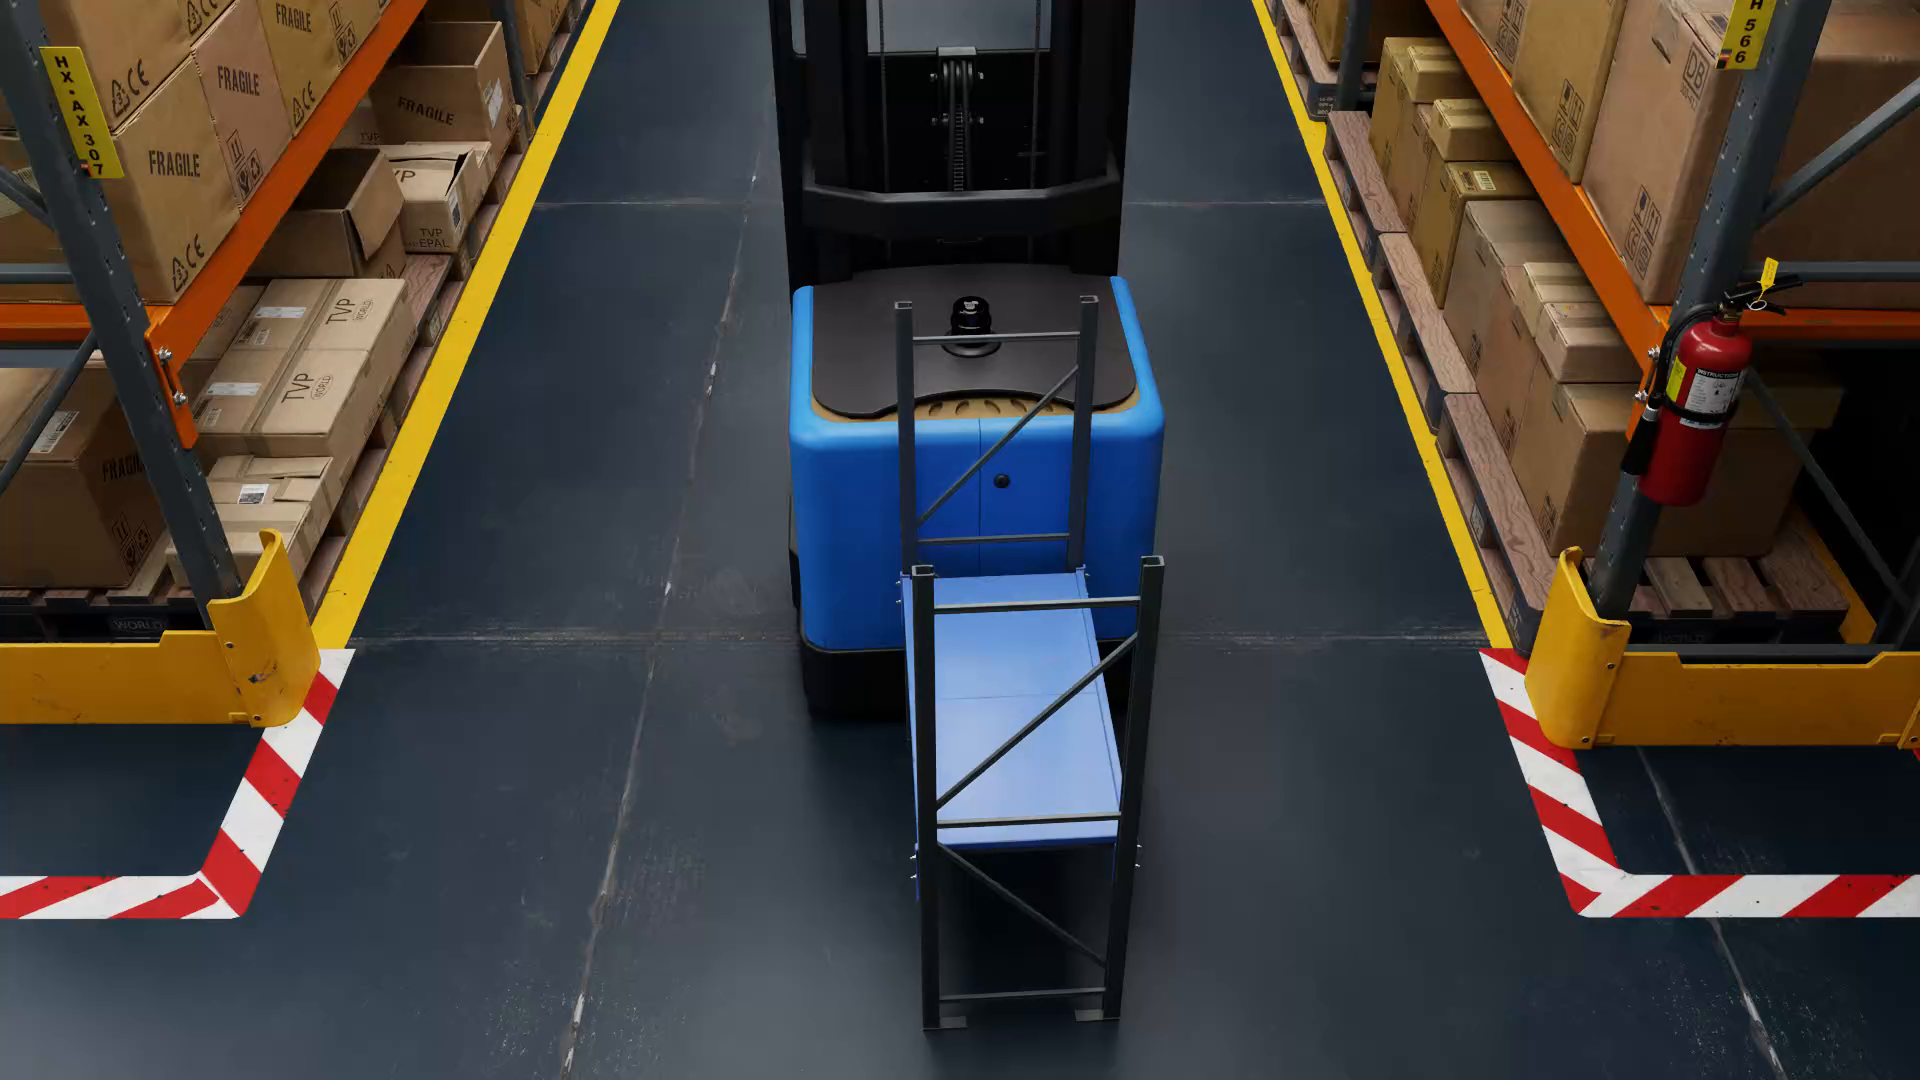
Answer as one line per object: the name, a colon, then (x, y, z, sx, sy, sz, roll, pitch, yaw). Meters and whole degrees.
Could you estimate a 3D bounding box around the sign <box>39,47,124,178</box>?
sign: (-2.065, -1.001, 3.908, 0.100, 0.325, 0.005, 0, 39, 0)

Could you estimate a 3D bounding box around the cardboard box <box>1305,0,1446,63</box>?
cardboard box: (2.211, -2.901, 8.355, 0.750, 0.750, 0.750, 0, 39, 0)

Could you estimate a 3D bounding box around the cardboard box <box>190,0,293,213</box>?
cardboard box: (-2.350, -1.302, 4.896, 0.500, 0.500, 0.500, 0, 39, 0)

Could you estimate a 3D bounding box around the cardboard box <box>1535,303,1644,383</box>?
cardboard box: (2.063, -0.628, 5.279, 0.380, 0.149, 0.250, 0, 39, -1)

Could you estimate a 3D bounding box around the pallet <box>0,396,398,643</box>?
pallet: (-2.609, -0.120, 5.731, 1.003, 0.211, 1.213, 0, 39, 0)

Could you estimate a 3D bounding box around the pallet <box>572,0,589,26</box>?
pallet: (-2.655, -3.349, 9.760, 1.003, 0.211, 1.213, 0, 39, 0)

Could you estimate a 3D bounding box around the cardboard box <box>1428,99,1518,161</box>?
cardboard box: (2.059, -1.603, 6.496, 0.380, 0.149, 0.250, -1, 39, -1)

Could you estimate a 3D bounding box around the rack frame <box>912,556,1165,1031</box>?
rack frame: (0.155, 0.636, 3.757, 0.500, 1.500, 0.032, -2, 39, -3)

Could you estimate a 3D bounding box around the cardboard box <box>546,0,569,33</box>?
cardboard box: (-2.381, -2.996, 8.737, 0.500, 0.500, 0.500, 0, 39, 1)

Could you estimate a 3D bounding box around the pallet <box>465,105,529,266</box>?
pallet: (-2.612, -1.646, 7.635, 1.003, 0.211, 1.213, 0, 39, 0)

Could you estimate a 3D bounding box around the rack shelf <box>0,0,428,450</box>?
rack shelf: (-2.610, -1.632, 5.964, 1.077, 0.370, 4.000, 0, 39, 0)

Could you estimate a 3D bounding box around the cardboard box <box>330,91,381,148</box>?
cardboard box: (-2.828, -2.024, 7.675, 0.500, 0.311, 0.500, 0, 39, 0)

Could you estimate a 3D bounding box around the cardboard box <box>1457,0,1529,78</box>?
cardboard box: (2.332, -2.036, 5.652, 0.980, 0.700, 0.700, -2, 39, -2)

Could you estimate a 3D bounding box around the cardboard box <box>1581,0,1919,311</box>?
cardboard box: (2.336, -1.104, 4.489, 0.980, 0.700, 0.700, 2, 39, 2)

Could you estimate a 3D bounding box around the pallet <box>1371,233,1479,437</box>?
pallet: (2.269, -0.841, 6.631, 1.003, 0.211, 1.213, 0, 39, 0)

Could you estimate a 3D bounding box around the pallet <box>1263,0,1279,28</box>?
pallet: (2.261, -3.329, 9.735, 1.003, 0.211, 1.213, 0, 39, 0)

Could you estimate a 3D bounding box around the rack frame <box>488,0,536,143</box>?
rack frame: (-2.612, -3.164, 7.299, 1.000, 3.000, 0.127, 0, 39, 0)

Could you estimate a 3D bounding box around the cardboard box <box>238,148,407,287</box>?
cardboard box: (-2.605, -1.186, 6.476, 0.797, 0.503, 0.637, 0, 39, 0)

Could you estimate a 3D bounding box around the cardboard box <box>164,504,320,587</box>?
cardboard box: (-2.264, 0.016, 5.259, 0.380, 0.149, 0.250, 0, 39, 0)

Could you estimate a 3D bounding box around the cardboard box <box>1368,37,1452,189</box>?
cardboard box: (2.240, -1.890, 7.373, 0.700, 0.500, 0.500, 0, 39, 1)

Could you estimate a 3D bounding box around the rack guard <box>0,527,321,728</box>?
rack guard: (-2.608, 0.266, 5.019, 1.175, 0.500, 0.348, 0, 39, 0)

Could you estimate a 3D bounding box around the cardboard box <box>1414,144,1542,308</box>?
cardboard box: (2.236, -1.255, 6.581, 0.700, 0.500, 0.500, 1, 39, 1)

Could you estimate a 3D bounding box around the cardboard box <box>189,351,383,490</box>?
cardboard box: (-2.325, -0.414, 5.715, 0.500, 0.250, 0.500, 0, 39, 0)

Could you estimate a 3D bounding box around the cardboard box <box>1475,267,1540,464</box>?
cardboard box: (2.245, -0.607, 5.772, 0.700, 0.500, 0.500, 0, 39, 0)

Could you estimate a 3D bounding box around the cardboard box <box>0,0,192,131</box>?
cardboard box: (-2.344, -1.369, 4.180, 0.500, 0.500, 0.500, 1, 39, 1)

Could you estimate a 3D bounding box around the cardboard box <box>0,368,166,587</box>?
cardboard box: (-2.854, -0.198, 5.246, 0.500, 0.500, 0.500, 0, 39, 0)

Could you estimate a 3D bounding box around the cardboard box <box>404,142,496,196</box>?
cardboard box: (-2.267, -1.632, 7.316, 0.380, 0.149, 0.250, 0, 39, 0)

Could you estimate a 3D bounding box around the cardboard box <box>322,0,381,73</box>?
cardboard box: (-2.347, -1.928, 5.677, 0.500, 0.500, 0.500, 0, 39, 1)

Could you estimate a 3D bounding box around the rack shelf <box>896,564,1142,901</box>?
rack shelf: (0.122, 0.459, 4.266, 0.538, 0.185, 1.000, -2, 39, -3)

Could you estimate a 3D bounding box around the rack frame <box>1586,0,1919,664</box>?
rack frame: (2.346, -0.668, 4.185, 1.000, 3.000, 0.127, 0, 39, 0)

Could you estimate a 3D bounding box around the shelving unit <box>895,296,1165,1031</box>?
shelving unit: (0.122, 0.319, 4.153, 0.538, 1.500, 1.048, -2, 39, -3)

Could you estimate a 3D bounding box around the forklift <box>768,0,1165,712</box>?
forklift: (-0.039, -1.534, 5.320, 1.130, 2.935, 3.031, -2, 39, -3)
